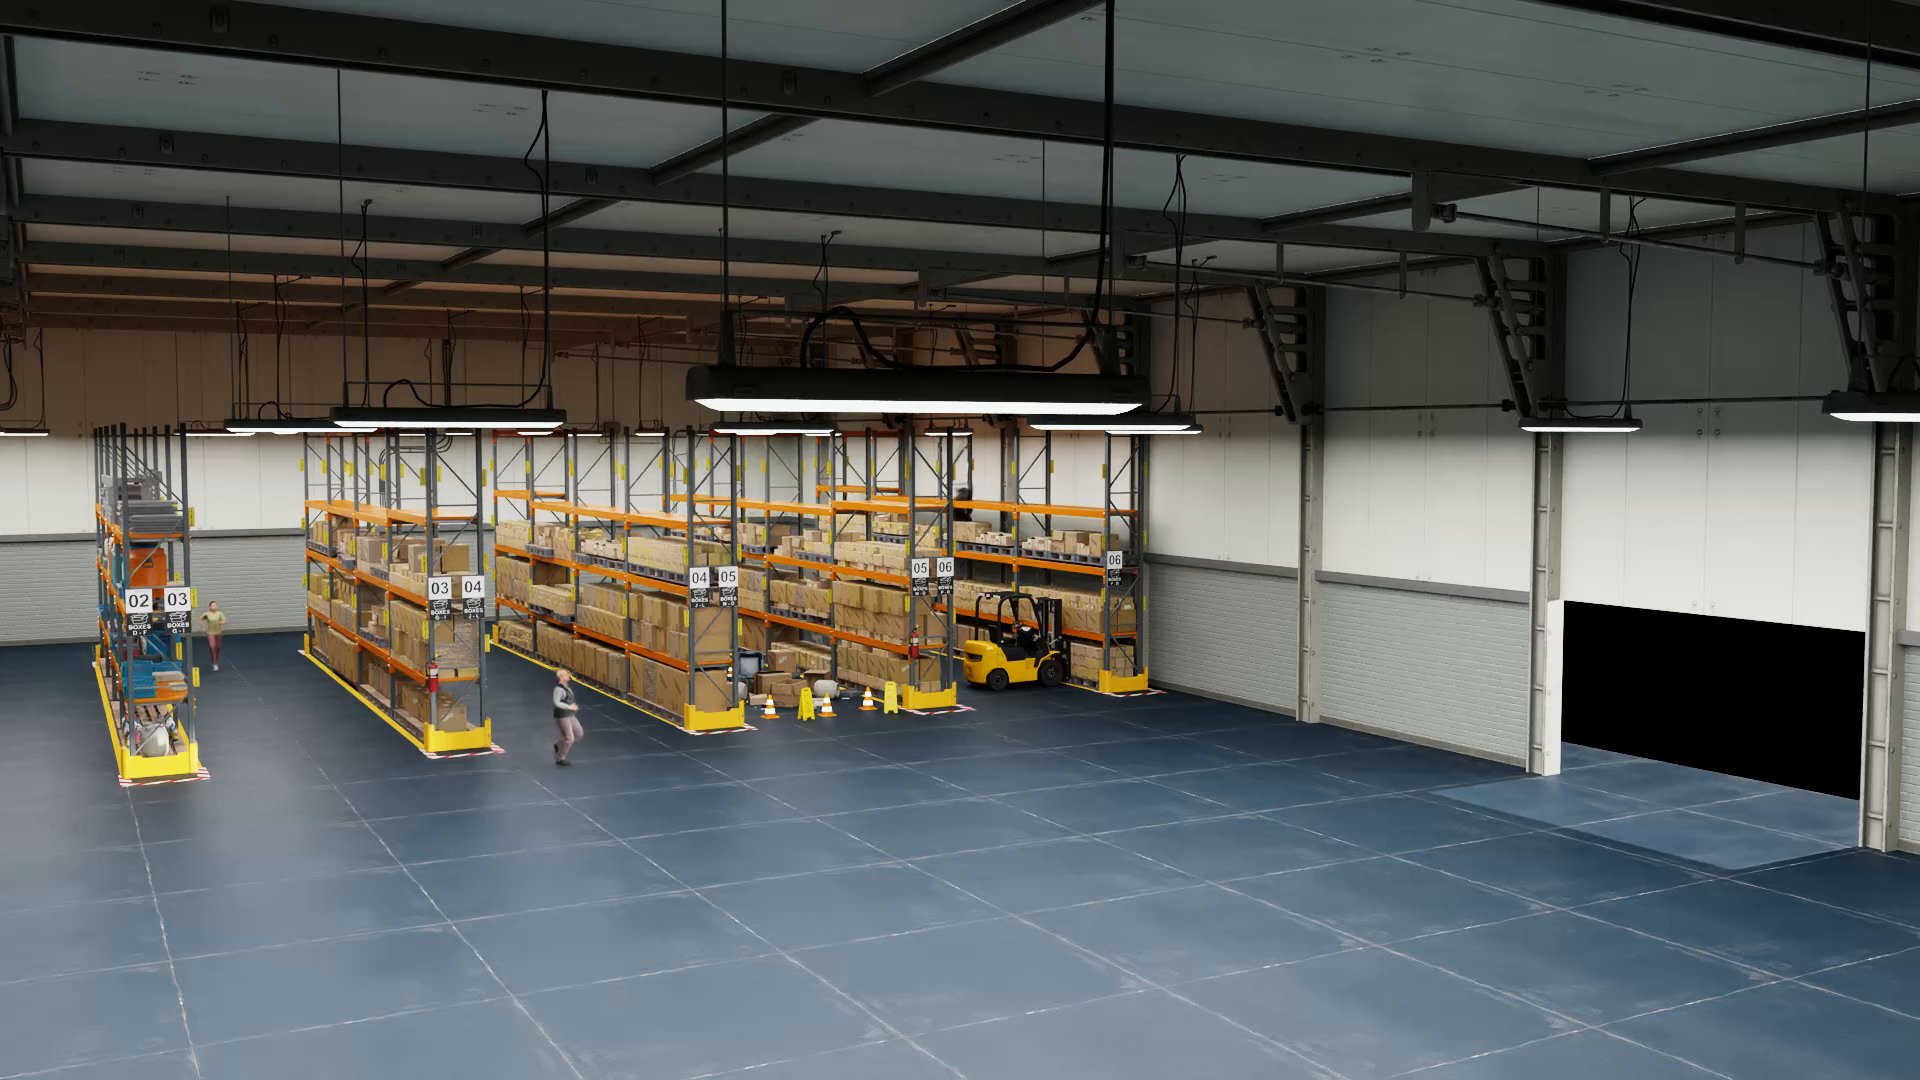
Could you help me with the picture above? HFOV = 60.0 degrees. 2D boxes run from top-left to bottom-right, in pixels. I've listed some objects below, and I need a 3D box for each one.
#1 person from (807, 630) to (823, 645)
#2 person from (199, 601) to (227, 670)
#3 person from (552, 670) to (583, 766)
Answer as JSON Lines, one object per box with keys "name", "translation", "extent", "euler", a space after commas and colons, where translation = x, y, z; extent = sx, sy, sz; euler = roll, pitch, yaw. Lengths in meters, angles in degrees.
{"name": "person", "translation": [-3.868, 2.204, 44.856], "extent": [0.572, 1.589, 0.599], "euler": [-2, 4, -28]}
{"name": "person", "translation": [-18.556, 2.356, 41.377], "extent": [0.569, 1.674, 0.943], "euler": [-3, 4, -38]}
{"name": "person", "translation": [-6.907, 3.108, 29.188], "extent": [0.523, 1.682, 0.719], "euler": [0, 3, 3]}
